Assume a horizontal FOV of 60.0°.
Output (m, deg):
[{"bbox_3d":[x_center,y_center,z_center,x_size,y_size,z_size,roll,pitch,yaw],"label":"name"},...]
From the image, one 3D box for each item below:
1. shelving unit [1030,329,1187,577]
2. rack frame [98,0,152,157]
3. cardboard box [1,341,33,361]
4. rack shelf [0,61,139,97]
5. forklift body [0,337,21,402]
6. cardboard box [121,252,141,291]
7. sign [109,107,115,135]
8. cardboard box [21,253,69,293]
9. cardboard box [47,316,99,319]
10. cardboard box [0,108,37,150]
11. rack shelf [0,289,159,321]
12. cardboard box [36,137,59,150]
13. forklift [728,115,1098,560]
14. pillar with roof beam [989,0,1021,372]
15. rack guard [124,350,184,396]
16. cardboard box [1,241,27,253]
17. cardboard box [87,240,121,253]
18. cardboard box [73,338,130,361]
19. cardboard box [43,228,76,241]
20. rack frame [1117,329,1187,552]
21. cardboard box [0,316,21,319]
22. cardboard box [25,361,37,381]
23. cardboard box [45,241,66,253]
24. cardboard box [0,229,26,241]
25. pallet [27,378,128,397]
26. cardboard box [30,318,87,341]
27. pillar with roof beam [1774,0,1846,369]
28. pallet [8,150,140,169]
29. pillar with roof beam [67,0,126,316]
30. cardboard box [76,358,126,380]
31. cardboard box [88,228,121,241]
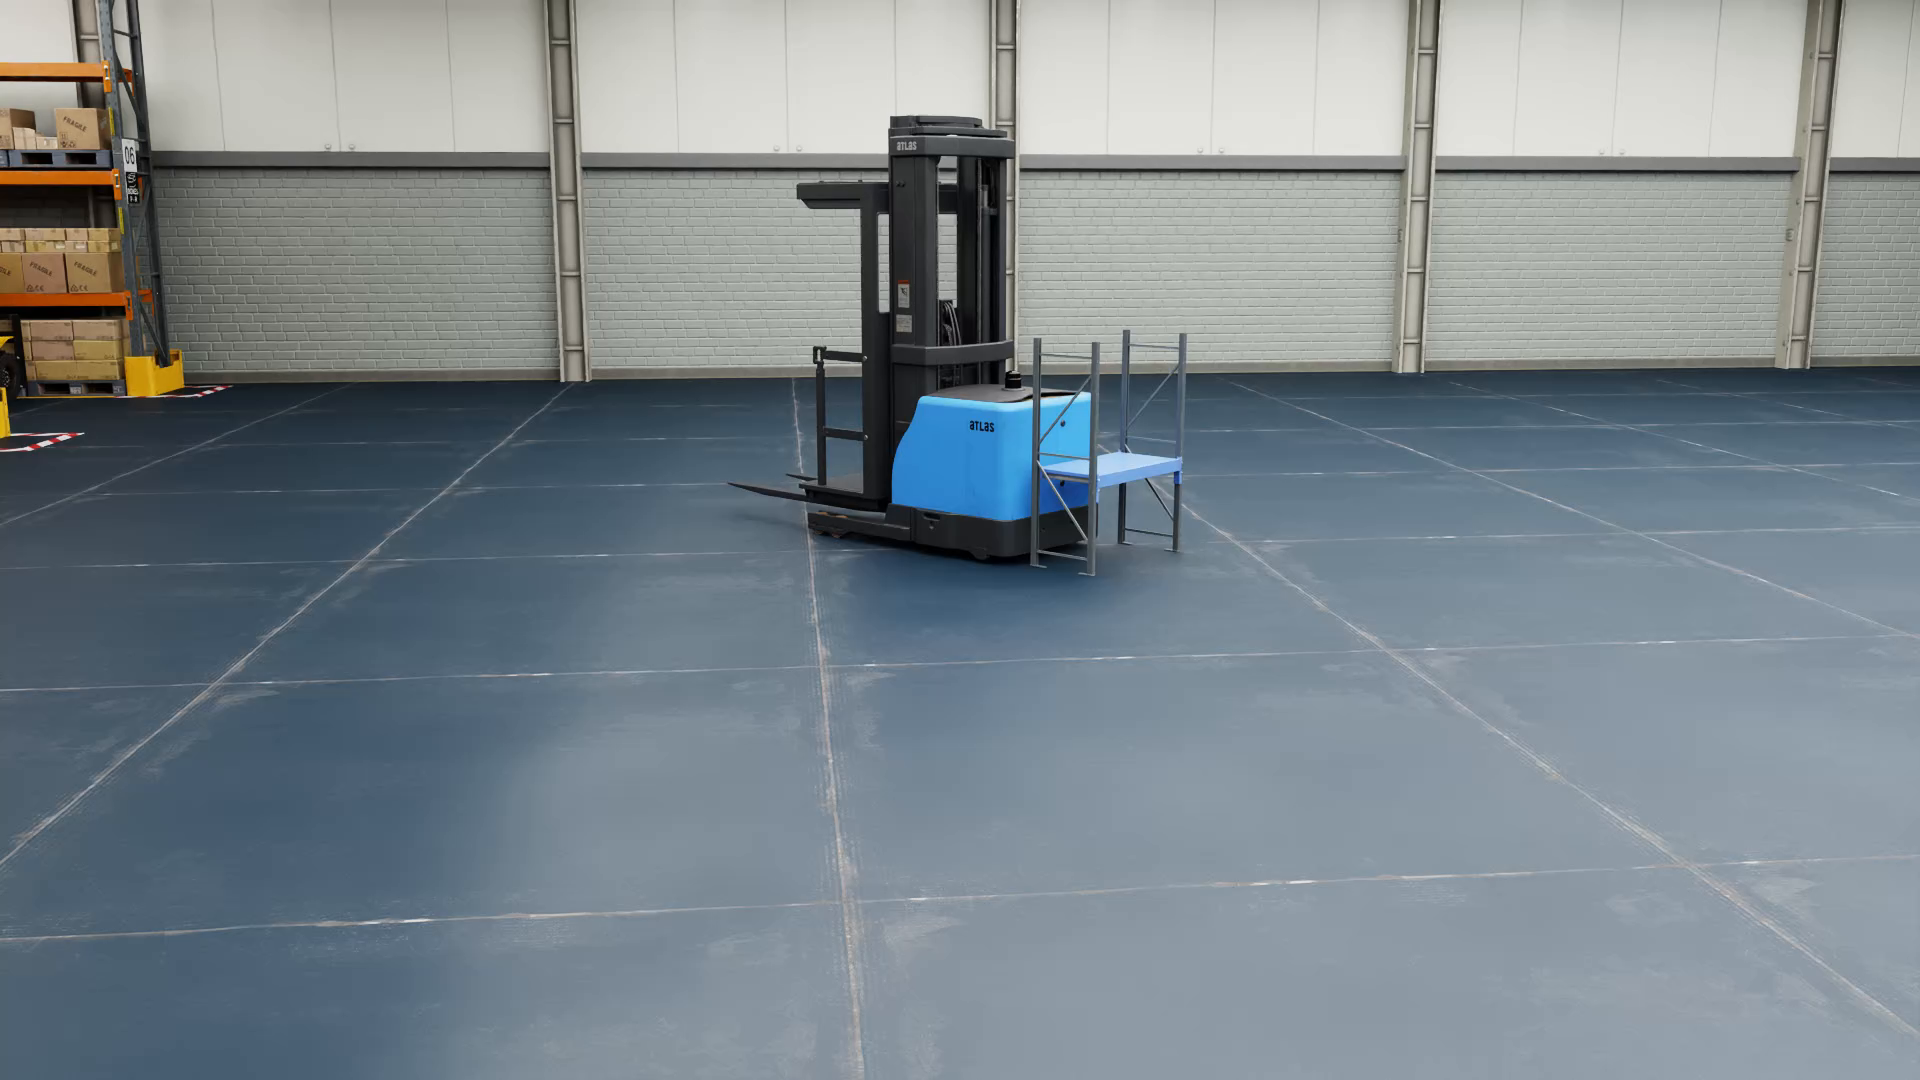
[{"bbox_3d":[0.994,-0.609,11.070,0.538,1.500,1.048,10,15,39],"label":"shelving unit"},{"bbox_3d":[-10.526,-6.356,20.869,0.127,3.000,1.000,-1,11,-6],"label":"rack frame"},{"bbox_3d":[-11.987,-2.421,21.150,0.500,0.250,0.500,-1,11,-7],"label":"cardboard box"},{"bbox_3d":[-12.514,-5.765,20.765,4.000,0.370,1.077,-1,11,-6],"label":"rack shelf"},{"bbox_3d":[-12.214,-2.606,19.549,1.214,2.155,2.313,-1,11,-6],"label":"forklift body"},{"bbox_3d":[-11.048,-3.504,21.657,0.500,0.500,0.500,-1,11,-4],"label":"cardboard box"},{"bbox_3d":[-10.481,-5.175,20.550,0.005,0.325,0.100,-1,11,-6],"label":"sign"},{"bbox_3d":[-11.503,-3.391,21.084,0.500,0.500,0.500,-1,11,-4],"label":"cardboard box"},{"bbox_3d":[-11.520,-2.775,21.653,0.500,0.250,0.500,-1,11,-6],"label":"cardboard box"},{"bbox_3d":[-11.968,-5.130,20.803,0.500,0.500,0.700,-1,11,-6],"label":"cardboard box"},{"bbox_3d":[-12.514,-3.017,21.305,4.000,0.370,1.077,-1,11,-6],"label":"rack shelf"},{"bbox_3d":[-11.317,-4.940,20.748,0.250,0.149,0.380,-2,11,-8],"label":"cardboard box"},{"bbox_3d":[-0.469,-1.519,11.999,3.031,2.935,1.130,10,15,41],"label":"forklift"},{"bbox_3d":[1.080,-5.938,18.747,0.400,9.000,9.100,-1,11,-6],"label":"pillar with roof beam"},{"bbox_3d":[-10.502,-2.186,21.691,0.348,0.500,1.175,-1,11,-6],"label":"rack guard"},{"bbox_3d":[-11.864,-3.696,20.952,0.250,0.149,0.380,-2,11,-8],"label":"cardboard box"},{"bbox_3d":[-10.840,-3.718,21.065,0.250,0.149,0.380,-1,11,-5],"label":"cardboard box"},{"bbox_3d":[-10.976,-2.444,21.268,0.500,0.250,0.500,-1,11,-7],"label":"cardboard box"},{"bbox_3d":[-11.358,-3.856,20.993,0.250,0.149,0.380,-1,11,-5],"label":"cardboard box"},{"bbox_3d":[1.319,-0.685,11.454,0.500,1.500,0.032,10,15,39],"label":"rack frame"},{"bbox_3d":[-12.529,-2.757,21.563,0.500,0.250,0.500,-1,11,-7],"label":"cardboard box"},{"bbox_3d":[-11.952,-2.181,21.227,0.500,0.250,0.500,-1,11,-5],"label":"cardboard box"},{"bbox_3d":[-11.356,-3.714,21.042,0.250,0.149,0.380,-1,11,-5],"label":"cardboard box"},{"bbox_3d":[-11.861,-3.838,20.903,0.250,0.149,0.380,-1,11,-5],"label":"cardboard box"},{"bbox_3d":[-11.281,-2.020,21.595,1.213,0.211,1.003,-1,11,-6],"label":"pallet"},{"bbox_3d":[-11.457,-2.678,21.163,0.500,0.250,0.500,-1,11,-5],"label":"cardboard box"},{"bbox_3d":[13.009,-6.188,20.018,0.400,9.000,9.100,-1,11,-6],"label":"pillar with roof beam"},{"bbox_3d":[-11.231,-4.831,21.117,1.213,0.211,1.003,-1,11,-6],"label":"pallet"},{"bbox_3d":[-10.850,-5.688,17.475,0.400,9.000,9.100,-1,11,-6],"label":"pillar with roof beam"},{"bbox_3d":[-10.959,-2.199,21.314,0.500,0.250,0.500,-1,11,-6],"label":"cardboard box"},{"bbox_3d":[-10.859,-3.877,21.103,0.250,0.149,0.380,-1,11,-6],"label":"cardboard box"}]
